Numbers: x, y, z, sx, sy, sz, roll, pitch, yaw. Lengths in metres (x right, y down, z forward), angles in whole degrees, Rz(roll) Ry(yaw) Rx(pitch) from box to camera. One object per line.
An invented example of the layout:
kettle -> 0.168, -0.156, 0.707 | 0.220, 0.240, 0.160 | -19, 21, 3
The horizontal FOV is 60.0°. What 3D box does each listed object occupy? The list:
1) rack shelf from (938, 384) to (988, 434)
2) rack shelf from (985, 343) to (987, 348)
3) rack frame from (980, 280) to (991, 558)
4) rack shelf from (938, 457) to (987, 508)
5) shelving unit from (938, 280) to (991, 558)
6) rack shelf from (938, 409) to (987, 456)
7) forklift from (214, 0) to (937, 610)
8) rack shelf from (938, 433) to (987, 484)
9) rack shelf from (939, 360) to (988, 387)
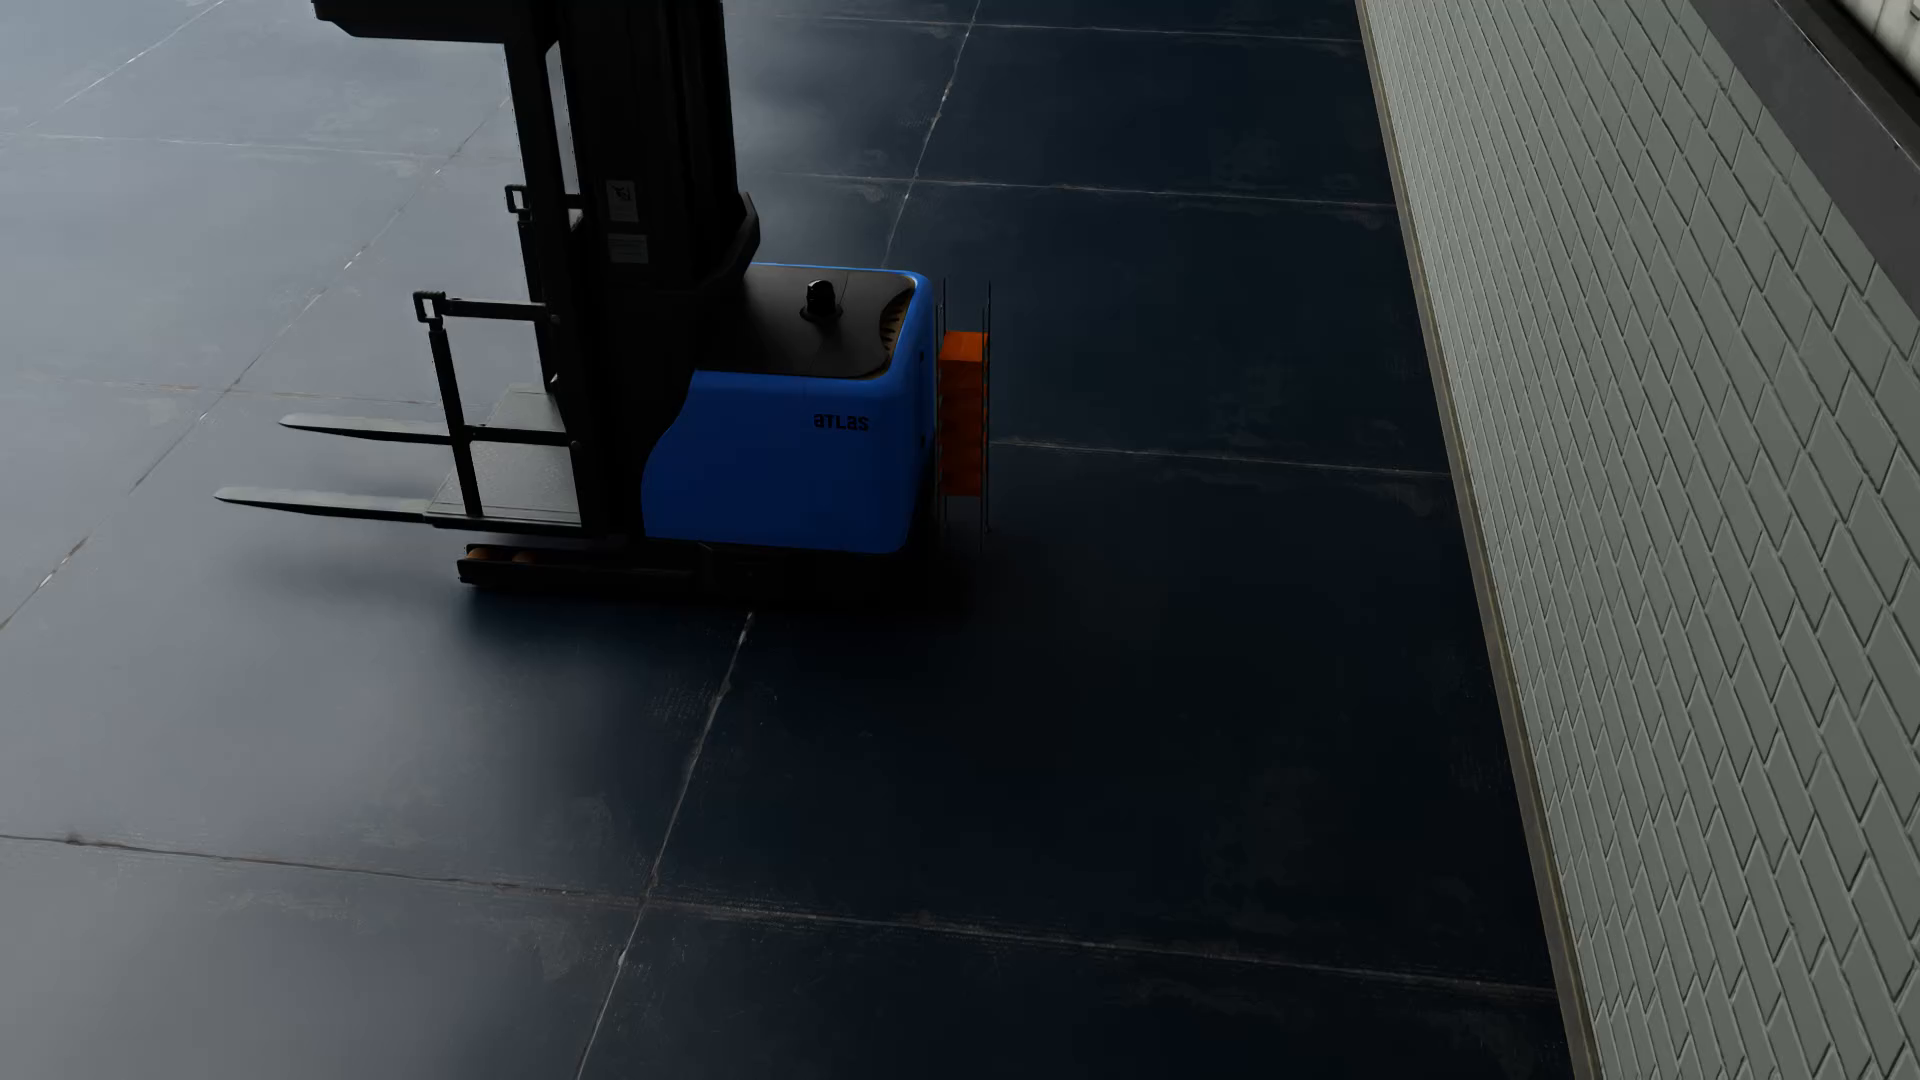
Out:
rack shelf -> 0.014, -0.549, 6.856 | 0.180, 0.103, 0.258 | 4, 36, 6
rack shelf -> 0.014, -0.760, 6.705 | 0.166, 0.020, 0.199 | 4, 36, 6
rack frame -> 0.105, -0.481, 6.890 | 0.006, 1.200, 0.240 | 4, 36, 6
rack shelf -> 0.014, -0.256, 7.065 | 0.180, 0.103, 0.258 | 4, 36, 6
shelving unit -> 0.017, -0.487, 6.900 | 0.184, 1.200, 0.258 | 4, 36, 6
rack shelf -> 0.014, -0.451, 6.926 | 0.180, 0.103, 0.258 | 4, 36, 6
forklift -> -1.658, -1.224, 6.558 | 3.031, 2.797, 1.129 | 4, 36, 6
rack shelf -> 0.014, -0.353, 6.995 | 0.180, 0.103, 0.258 | 4, 36, 6
rack shelf -> 0.014, -0.669, 6.771 | 0.171, 0.034, 0.221 | 4, 36, 6
